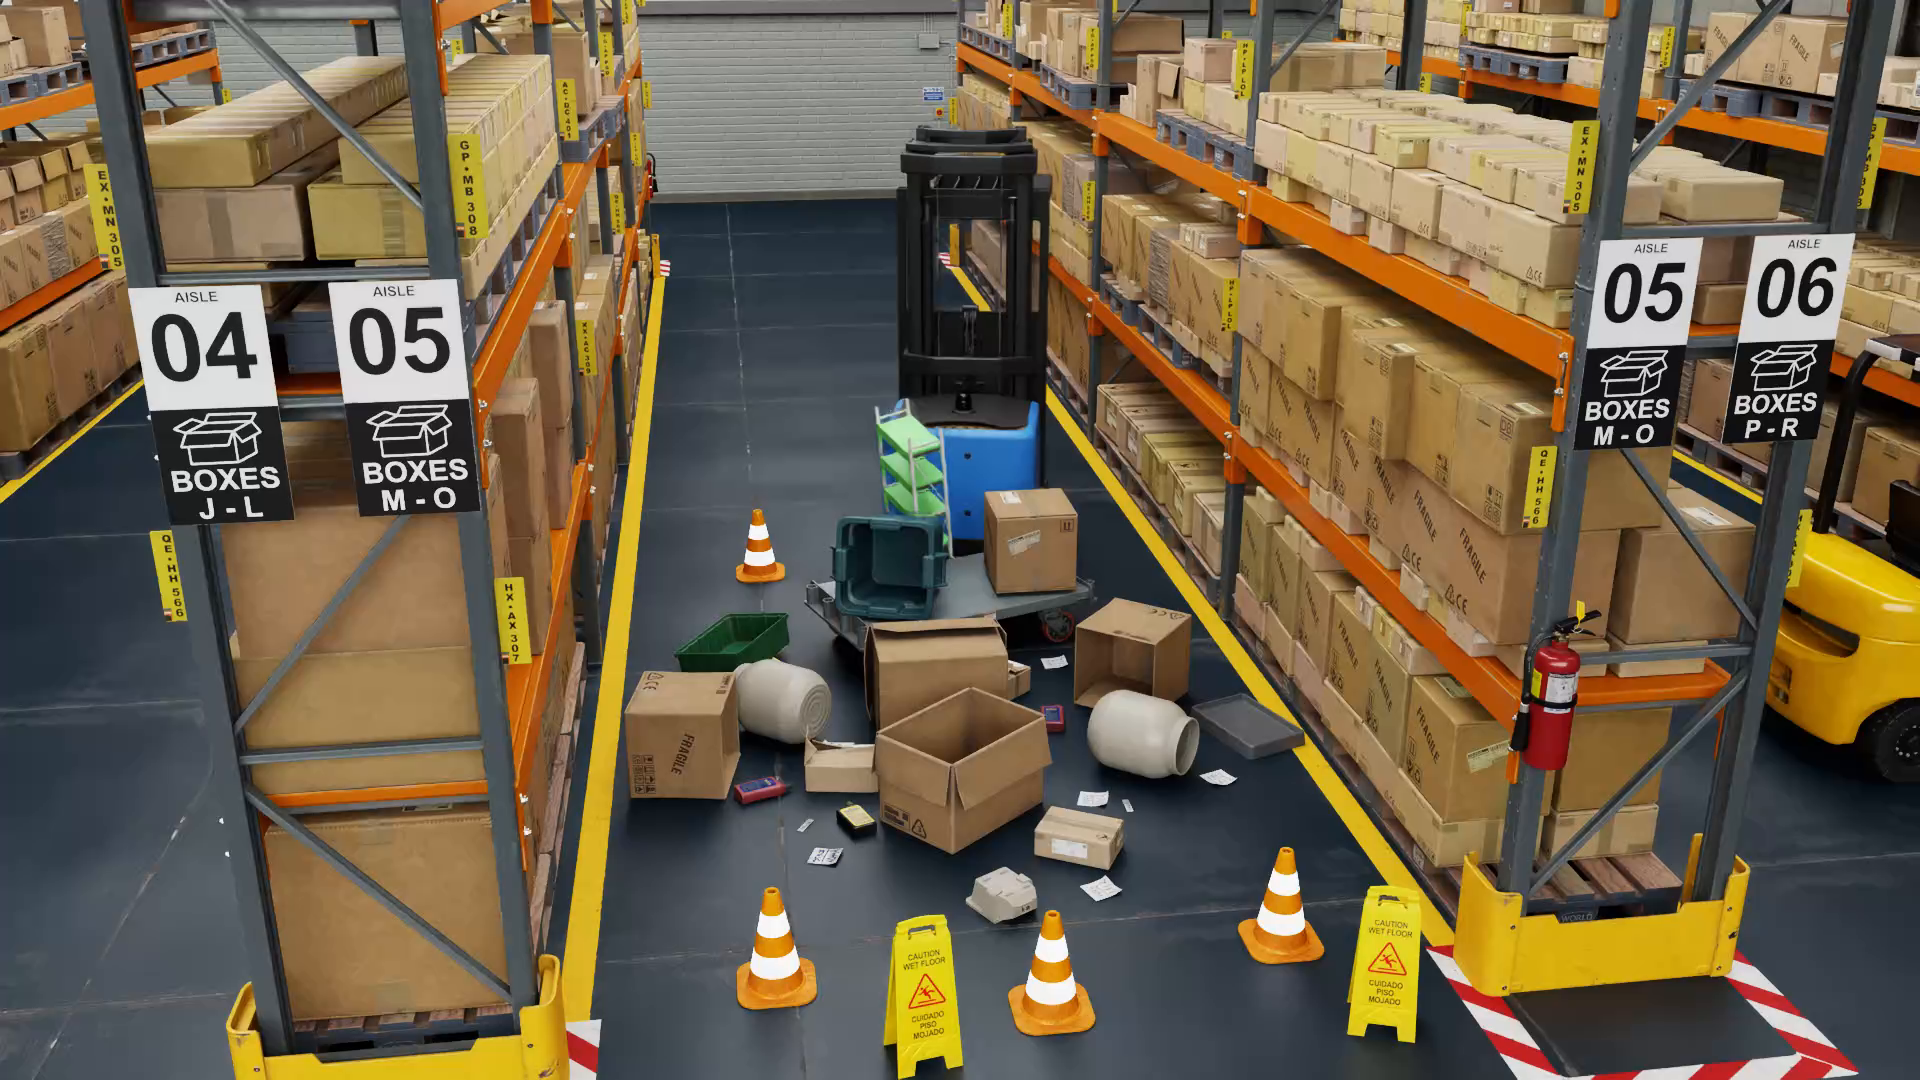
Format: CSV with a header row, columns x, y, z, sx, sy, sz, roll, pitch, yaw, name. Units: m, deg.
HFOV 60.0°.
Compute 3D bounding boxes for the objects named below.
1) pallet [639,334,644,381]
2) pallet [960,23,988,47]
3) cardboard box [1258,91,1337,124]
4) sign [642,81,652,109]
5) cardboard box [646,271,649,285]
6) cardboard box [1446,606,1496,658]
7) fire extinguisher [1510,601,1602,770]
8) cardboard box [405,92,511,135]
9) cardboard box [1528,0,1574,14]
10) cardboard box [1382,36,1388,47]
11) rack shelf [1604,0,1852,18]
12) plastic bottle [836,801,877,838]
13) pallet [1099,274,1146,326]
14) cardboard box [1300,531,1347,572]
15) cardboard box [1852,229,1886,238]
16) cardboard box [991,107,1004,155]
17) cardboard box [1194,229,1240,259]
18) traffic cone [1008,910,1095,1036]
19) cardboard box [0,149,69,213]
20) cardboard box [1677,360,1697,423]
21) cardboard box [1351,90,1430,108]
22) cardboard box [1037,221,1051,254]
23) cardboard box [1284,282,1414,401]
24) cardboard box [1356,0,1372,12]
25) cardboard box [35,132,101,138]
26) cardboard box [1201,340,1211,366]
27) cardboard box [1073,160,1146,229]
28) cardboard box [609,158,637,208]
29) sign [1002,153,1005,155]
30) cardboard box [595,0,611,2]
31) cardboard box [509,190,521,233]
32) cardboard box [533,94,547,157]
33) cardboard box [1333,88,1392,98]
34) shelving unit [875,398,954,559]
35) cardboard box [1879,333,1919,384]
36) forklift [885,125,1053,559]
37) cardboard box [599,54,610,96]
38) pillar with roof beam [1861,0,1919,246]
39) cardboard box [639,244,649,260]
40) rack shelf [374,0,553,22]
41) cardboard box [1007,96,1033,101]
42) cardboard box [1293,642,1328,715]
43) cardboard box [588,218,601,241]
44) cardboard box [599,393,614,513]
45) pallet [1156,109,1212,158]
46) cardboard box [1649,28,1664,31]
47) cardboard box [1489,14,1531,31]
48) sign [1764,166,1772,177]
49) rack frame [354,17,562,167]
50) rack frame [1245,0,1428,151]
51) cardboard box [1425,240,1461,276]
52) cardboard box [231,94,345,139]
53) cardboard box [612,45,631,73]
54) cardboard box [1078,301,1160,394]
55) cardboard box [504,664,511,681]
x,y,z,sx,sy,sz,roll,pitch,yaw,name
-3.730,-1.826,16.804,1.003,0.211,1.213,-3,21,-8,pallet
0.581,-6.179,20.312,1.003,0.211,1.213,-3,21,-8,pallet
1.916,-2.452,9.427,0.380,0.149,0.250,-3,21,-9,cardboard box
-3.868,-5.498,20.544,0.100,0.325,0.005,-3,21,-8,sign
-3.901,-3.127,19.775,0.380,0.149,0.250,-4,21,-10,cardboard box
2.358,0.385,7.257,0.380,0.149,0.250,-3,21,-8,cardboard box
2.330,0.567,6.521,0.296,0.674,0.183,-3,21,-8,fire extinguisher
-2.029,-1.724,6.733,0.380,0.149,0.250,-3,21,-8,cardboard box
6.134,-5.610,17.262,0.396,0.266,0.258,-3,21,-8,cardboard box
5.350,-6.045,20.186,0.380,0.149,0.250,-3,21,-8,cardboard box
2.481,-2.696,7.606,1.077,0.370,4.000,-3,21,-8,rack shelf
-0.536,1.400,8.379,0.133,0.061,0.283,-11,23,-26,plastic bottle
1.825,-1.970,13.479,1.213,0.211,1.003,-3,21,-8,pallet
2.087,0.055,9.114,0.380,0.149,0.250,-2,21,-5,cardboard box
7.084,-2.366,13.193,0.380,0.149,0.250,-3,21,-9,cardboard box
0.634,-4.527,18.479,0.500,0.500,0.500,-3,21,-9,cardboard box
1.791,-1.990,11.161,0.380,0.149,0.250,-4,21,-9,cardboard box
0.382,1.747,6.879,0.336,0.463,0.334,-3,21,-8,traffic cone
-8.579,-3.245,15.039,0.797,0.503,0.637,-3,21,-7,cardboard box
6.604,-1.421,14.527,0.875,0.625,0.625,-2,21,-6,cardboard box
2.455,-2.479,9.499,0.380,0.149,0.250,-2,21,-7,cardboard box
1.039,-2.920,15.961,0.500,0.250,0.500,-3,21,-9,cardboard box
2.140,-1.055,8.756,0.700,0.500,0.500,-3,21,-9,cardboard box
5.245,-6.688,20.624,0.500,0.250,0.500,-3,21,-8,cardboard box
-9.166,-3.926,17.159,0.500,0.500,0.500,-3,21,-7,cardboard box
1.825,-1.252,11.041,0.380,0.149,0.250,-4,21,-9,cardboard box
1.283,-2.983,14.343,0.500,0.500,0.500,-3,21,-9,cardboard box
-3.666,-3.772,17.461,0.500,0.500,0.500,-3,21,-9,cardboard box
0.491,-4.101,17.558,0.100,0.325,0.005,-3,21,-8,sign
-3.788,-5.728,17.909,0.380,0.149,0.250,-2,21,-5,cardboard box
-2.028,-1.350,6.872,0.380,0.149,0.250,-3,21,-8,cardboard box
-2.293,-2.017,8.089,0.500,0.250,0.500,-3,21,-8,cardboard box
2.506,-2.671,10.407,0.500,0.250,0.500,-3,21,-9,cardboard box
-0.288,-0.271,10.872,0.258,1.200,0.503,-18,35,-21,shelving unit
6.773,-1.259,11.515,0.500,0.250,0.500,-2,21,-7,cardboard box
0.115,-1.614,12.349,1.130,2.935,3.031,2,21,4,forklift
-3.086,-3.680,13.352,0.500,0.500,0.500,-3,21,-8,cardboard box
3.348,-4.741,12.047,9.100,9.000,0.400,-3,21,-8,pillar with roof beam
-3.883,-3.400,19.656,0.380,0.149,0.250,-2,21,-6,cardboard box
-2.979,-3.611,10.622,1.077,0.370,4.000,-3,21,-8,rack shelf
0.724,-4.780,18.228,0.380,0.149,0.250,-3,21,-8,cardboard box
2.178,0.760,9.223,0.500,0.250,0.500,-3,21,-8,cardboard box
-3.143,-2.546,13.654,0.380,0.149,0.250,-3,21,-8,cardboard box
-3.139,-0.642,12.263,1.050,0.750,0.750,-3,21,-7,cardboard box
2.057,-2.812,11.439,1.213,0.211,1.003,-3,21,-8,pallet
6.164,-4.504,14.921,0.380,0.149,0.250,-4,21,-10,cardboard box
5.664,-5.304,17.035,0.380,0.149,0.250,-3,21,-9,cardboard box
7.077,-3.125,14.641,0.100,0.325,0.005,-3,21,-8,sign
-2.691,-3.442,8.572,1.000,3.000,0.127,-3,21,-8,rack frame
2.193,-3.727,9.334,1.000,3.000,0.127,-3,21,-8,rack frame
2.315,-1.282,7.433,0.380,0.149,0.250,-3,21,-8,cardboard box
-2.681,-1.692,6.647,0.380,0.149,0.250,-3,21,-9,cardboard box
-3.649,-4.910,17.004,0.500,0.250,0.500,-2,21,-5,cardboard box
1.599,-1.746,15.041,0.875,0.875,0.875,-3,21,-8,cardboard box
-2.313,0.367,6.732,0.875,0.550,0.550,-3,21,-8,cardboard box
